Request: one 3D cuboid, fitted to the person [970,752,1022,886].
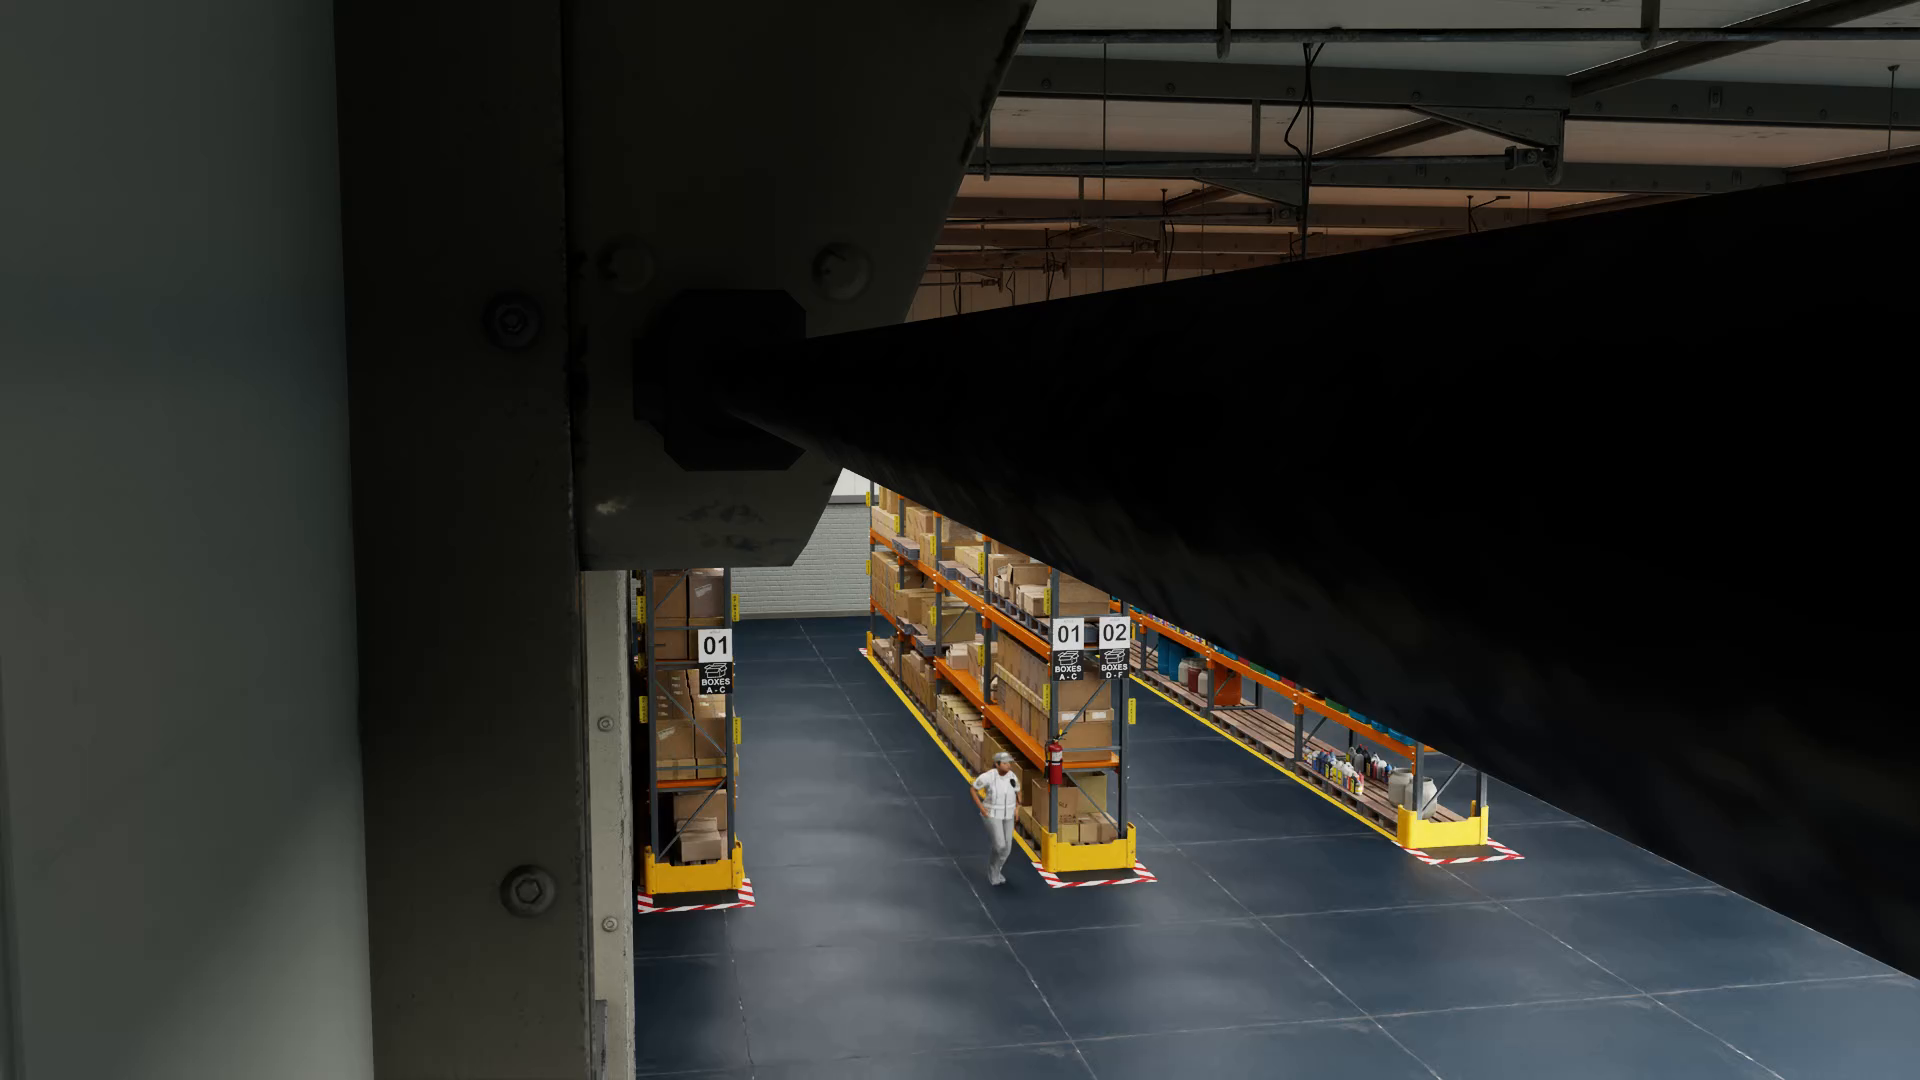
[{"bbox_3d":[0.497,3.399,20.302,0.625,1.636,0.592,-3,7,-26],"label":"person"}]
